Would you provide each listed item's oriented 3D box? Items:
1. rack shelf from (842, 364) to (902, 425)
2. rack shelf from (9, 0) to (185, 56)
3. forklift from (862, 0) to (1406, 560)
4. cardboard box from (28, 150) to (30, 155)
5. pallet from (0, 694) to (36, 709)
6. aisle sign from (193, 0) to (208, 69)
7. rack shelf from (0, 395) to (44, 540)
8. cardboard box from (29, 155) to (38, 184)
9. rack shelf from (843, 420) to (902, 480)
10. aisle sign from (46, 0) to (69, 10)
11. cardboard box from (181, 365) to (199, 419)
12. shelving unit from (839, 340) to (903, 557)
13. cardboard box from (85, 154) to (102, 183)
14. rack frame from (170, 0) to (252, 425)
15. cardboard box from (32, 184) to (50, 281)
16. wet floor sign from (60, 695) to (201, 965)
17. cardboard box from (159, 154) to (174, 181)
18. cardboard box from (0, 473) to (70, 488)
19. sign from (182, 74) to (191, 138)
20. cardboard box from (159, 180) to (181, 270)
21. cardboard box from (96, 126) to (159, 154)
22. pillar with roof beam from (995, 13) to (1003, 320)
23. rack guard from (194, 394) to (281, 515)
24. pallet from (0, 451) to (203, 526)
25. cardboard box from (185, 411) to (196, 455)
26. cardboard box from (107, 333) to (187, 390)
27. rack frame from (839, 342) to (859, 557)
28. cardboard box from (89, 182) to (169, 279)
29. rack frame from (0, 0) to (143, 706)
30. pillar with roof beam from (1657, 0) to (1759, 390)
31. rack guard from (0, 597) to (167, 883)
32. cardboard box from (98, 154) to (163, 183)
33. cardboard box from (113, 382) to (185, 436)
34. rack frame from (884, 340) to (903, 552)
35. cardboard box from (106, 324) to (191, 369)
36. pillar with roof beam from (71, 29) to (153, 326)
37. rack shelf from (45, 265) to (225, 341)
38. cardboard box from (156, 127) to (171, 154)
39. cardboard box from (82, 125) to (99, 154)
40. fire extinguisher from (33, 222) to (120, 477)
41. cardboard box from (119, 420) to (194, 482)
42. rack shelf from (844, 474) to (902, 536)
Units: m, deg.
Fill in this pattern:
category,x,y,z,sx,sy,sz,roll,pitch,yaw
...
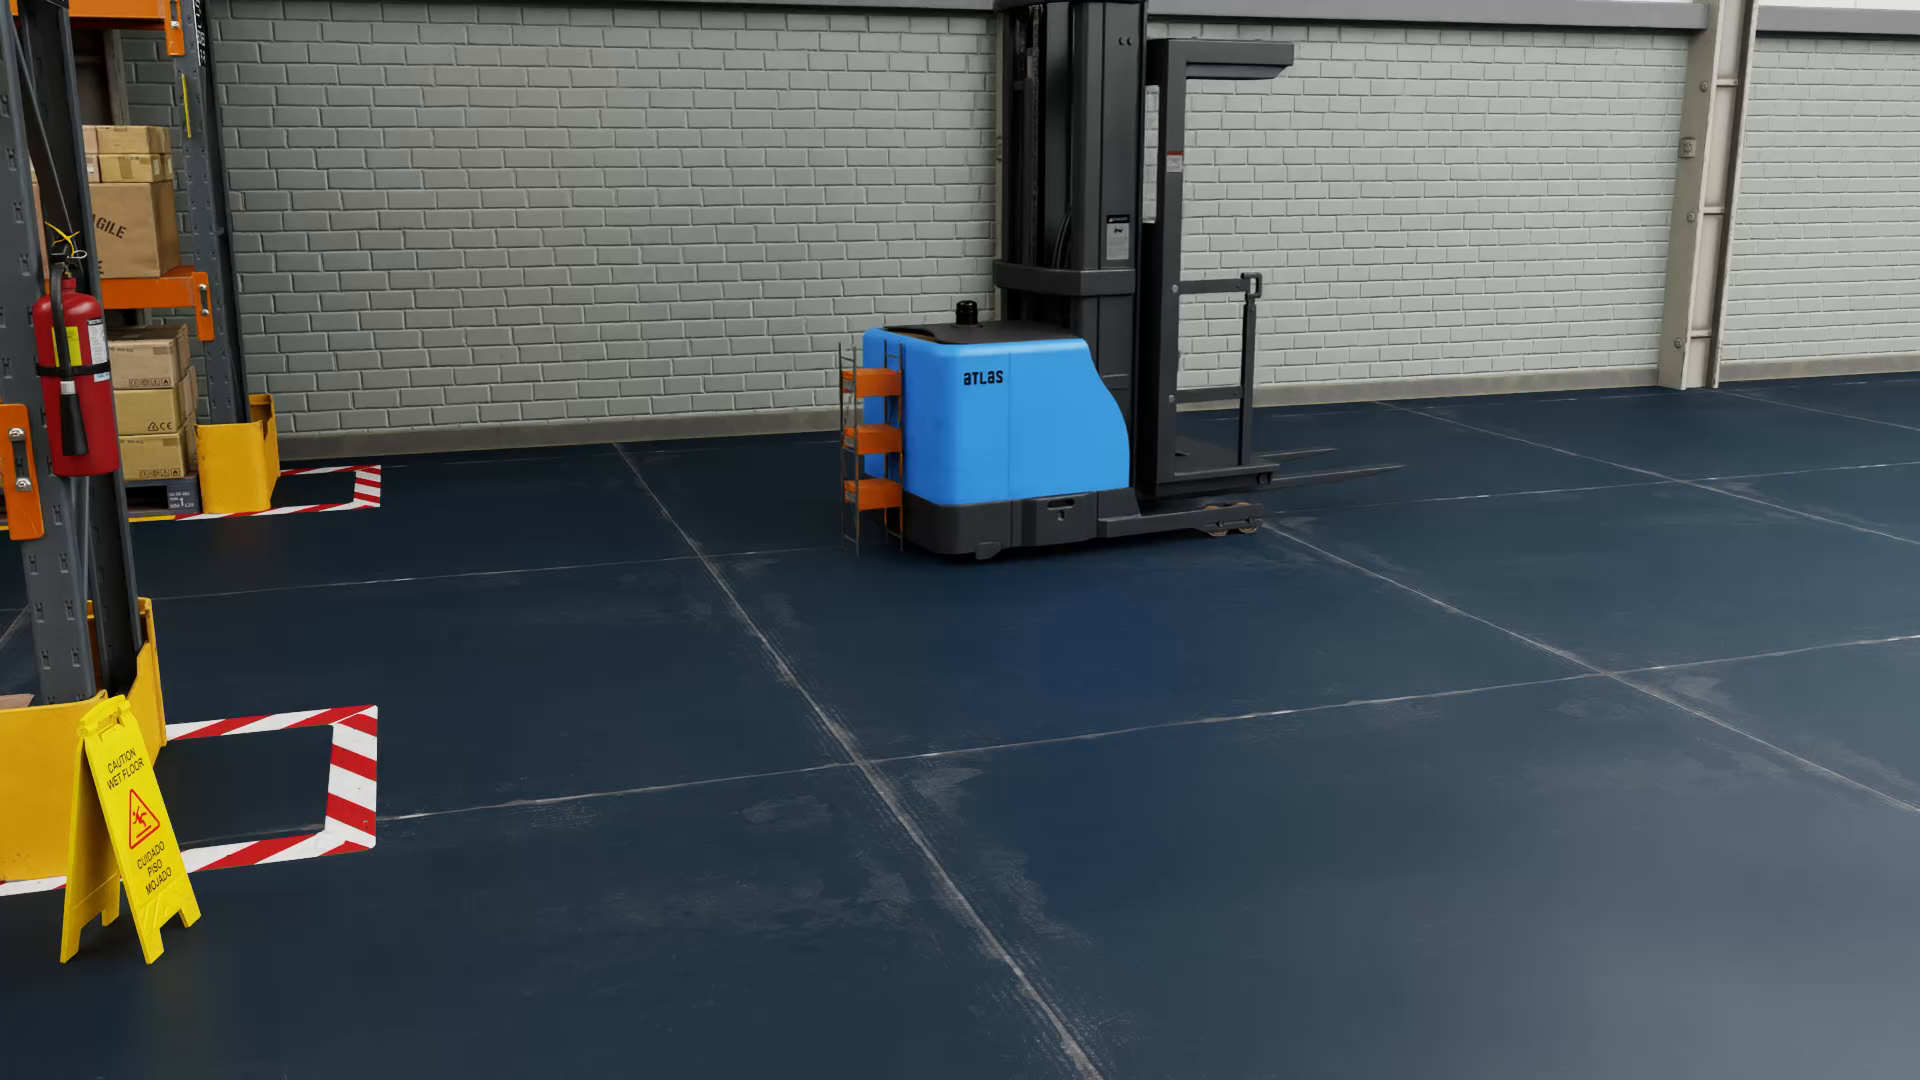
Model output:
category,x,y,z,sx,sy,sz,roll,pitch,yaw
rack shelf,-0.443,-0.724,8.237,0.240,0.259,0.215,-7,15,-26
rack shelf,-6.143,-2.697,8.571,4.000,0.370,1.077,-4,14,-18
forklift,1.032,-1.542,8.790,3.031,2.935,1.130,-7,15,-26
cardboard box,-4.983,-2.121,8.817,0.250,0.149,0.380,-4,14,-17
pallet,-3.514,0.768,4.959,1.213,0.211,1.003,-4,14,-18
aisle sign,-4.091,-2.940,8.904,0.004,0.787,0.394,-4,14,-18
rack shelf,-4.556,-0.149,4.342,4.000,0.370,1.077,-4,14,-18
cardboard box,-4.985,-1.981,8.872,0.250,0.149,0.380,-4,14,-17
rack shelf,-0.443,-0.448,8.302,0.240,0.259,0.215,-7,15,-26
aisle sign,-2.701,-1.984,4.884,0.004,0.787,0.394,-4,14,-18
cardboard box,-4.759,-0.856,9.713,0.500,0.250,0.500,-4,14,-17
shelving unit,-0.443,-0.458,8.300,0.252,1.050,0.215,-7,15,-26
cardboard box,-4.719,-1.987,8.896,0.250,0.149,0.380,-4,14,-17
rack frame,-4.247,-1.735,9.455,0.127,3.000,1.000,-4,14,-18
cardboard box,-5.125,-1.654,8.897,0.500,0.500,0.500,-4,14,-16
wet floor sign,-2.139,0.719,4.225,0.232,0.644,0.267,0,13,1
cardboard box,-4.652,-2.131,9.503,0.250,0.149,0.380,-5,14,-20
cardboard box,-5.066,-0.463,9.142,0.500,0.250,0.500,-4,14,-18
sign,-4.088,-2.294,8.789,0.005,0.325,0.100,-4,14,-18
cardboard box,-4.806,-1.808,9.546,0.500,0.500,0.500,-4,14,-16
cardboard box,-4.520,-2.171,9.029,0.250,0.149,0.380,-4,14,-18
pillar with roof beam,1.865,-4.299,7.268,0.400,9.000,9.100,-4,14,-18
rack guard,-4.225,-0.521,9.752,0.348,0.500,1.175,-4,14,-18
pallet,-4.959,-0.313,9.502,1.213,0.211,1.003,-4,14,-18
cardboard box,-4.775,-0.608,9.753,0.500,0.250,0.500,-4,14,-18
cardboard box,-4.584,-0.986,9.179,0.500,0.250,0.500,-4,14,-16
rack frame,-0.552,-0.445,8.247,0.008,1.050,0.200,-7,15,-26
cardboard box,-4.630,-1.690,9.049,0.500,0.500,0.500,-5,14,-19
rack frame,-2.661,-0.647,4.880,0.127,3.000,1.000,-4,14,-18
pillar with roof beam,7.552,-4.741,9.130,0.400,9.000,9.100,-4,14,-18
rack guard,-2.733,0.575,5.145,0.348,0.500,1.175,-4,14,-18
cardboard box,-4.487,-2.012,9.003,0.250,0.149,0.380,-4,14,-17
cardboard box,-4.609,-0.740,9.228,0.500,0.250,0.500,-5,14,-19
rack frame,-0.333,-0.471,8.353,0.008,1.050,0.200,-7,15,-26
cardboard box,-4.763,-1.094,9.635,0.500,0.250,0.500,-5,14,-19
pillar with roof beam,-3.822,-3.856,5.407,0.400,9.000,9.100,-4,14,-18
rack shelf,-6.143,-1.238,8.918,4.000,0.370,1.077,-4,14,-18
cardboard box,-4.634,-2.266,9.427,0.250,0.149,0.380,-5,14,-19
cardboard box,-4.744,-2.146,8.924,0.250,0.149,0.380,-4,14,-18
fire extinguisher,-2.405,-0.517,4.499,0.183,0.674,0.296,-4,14,-18
cardboard box,-4.592,-0.498,9.288,0.500,0.250,0.500,-4,14,-18
rack shelf,-0.443,-0.177,8.367,0.240,0.259,0.215,-7,15,-26
